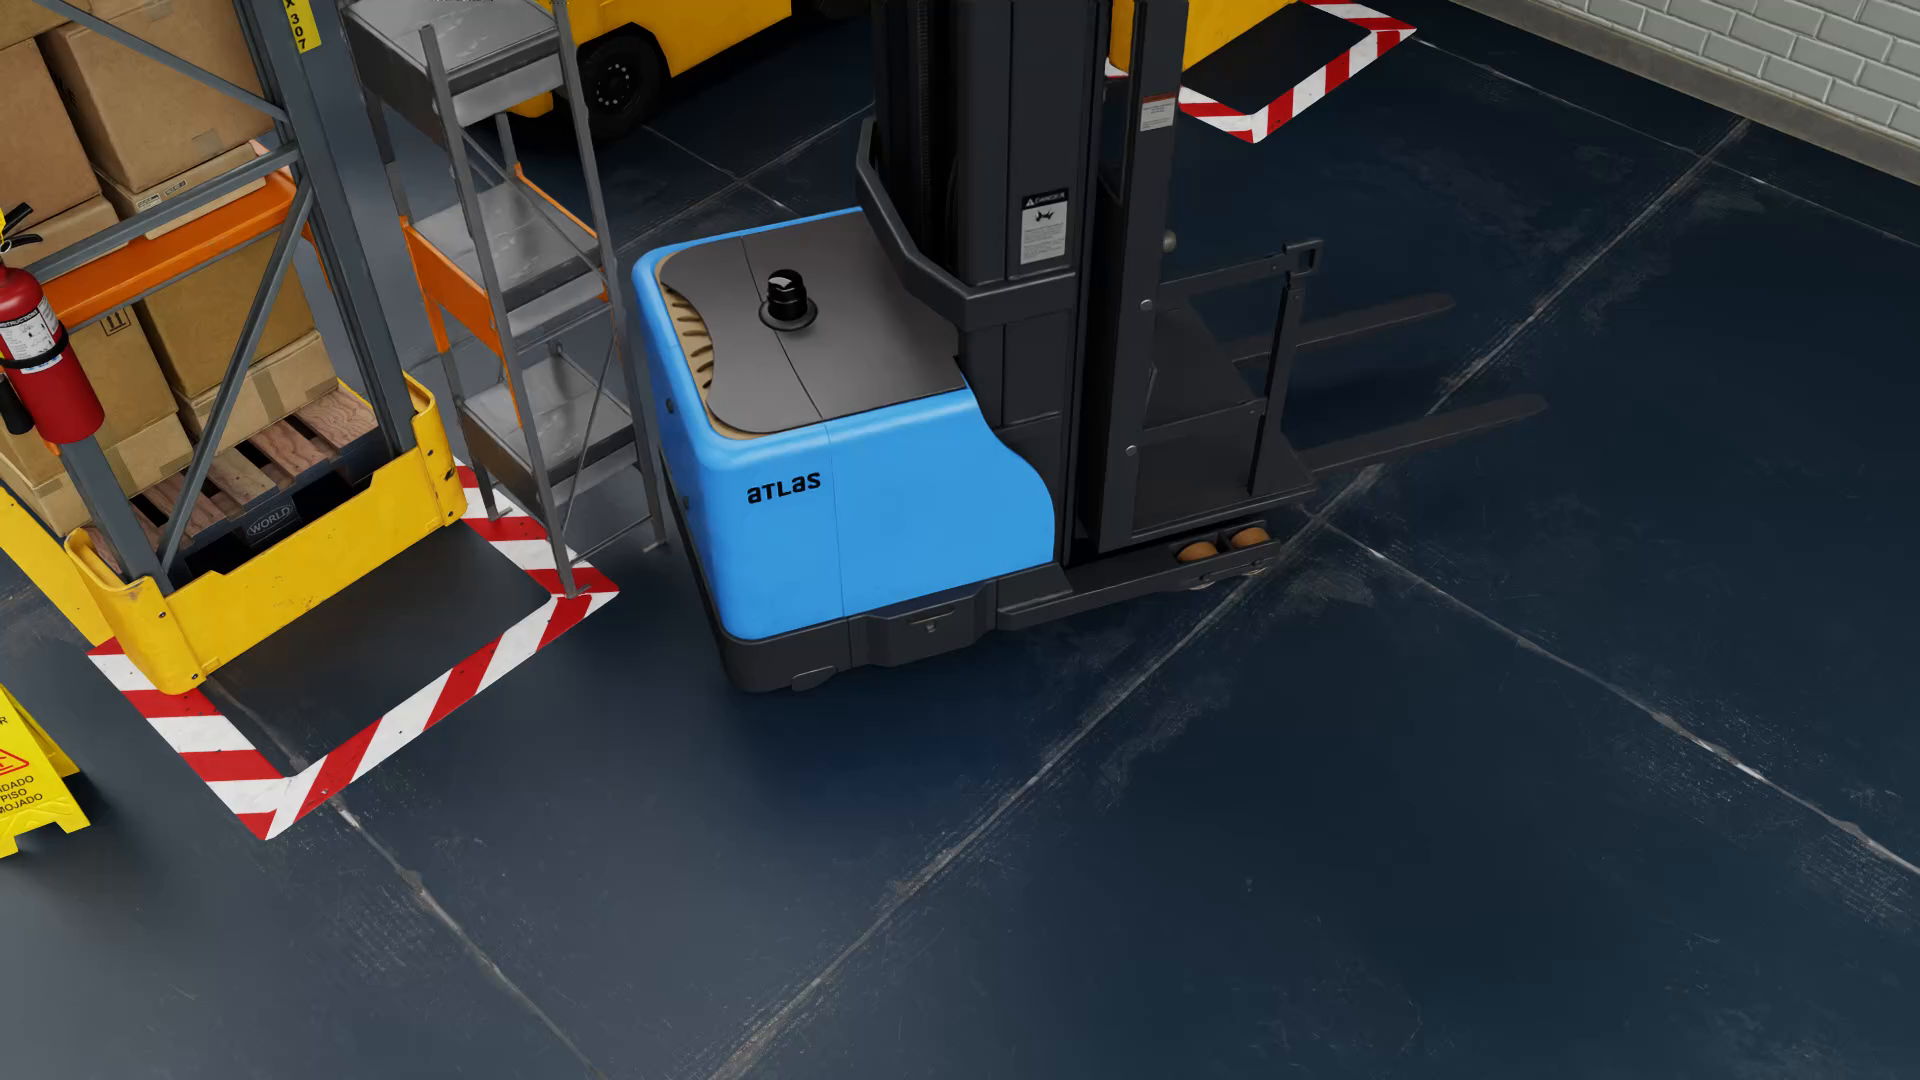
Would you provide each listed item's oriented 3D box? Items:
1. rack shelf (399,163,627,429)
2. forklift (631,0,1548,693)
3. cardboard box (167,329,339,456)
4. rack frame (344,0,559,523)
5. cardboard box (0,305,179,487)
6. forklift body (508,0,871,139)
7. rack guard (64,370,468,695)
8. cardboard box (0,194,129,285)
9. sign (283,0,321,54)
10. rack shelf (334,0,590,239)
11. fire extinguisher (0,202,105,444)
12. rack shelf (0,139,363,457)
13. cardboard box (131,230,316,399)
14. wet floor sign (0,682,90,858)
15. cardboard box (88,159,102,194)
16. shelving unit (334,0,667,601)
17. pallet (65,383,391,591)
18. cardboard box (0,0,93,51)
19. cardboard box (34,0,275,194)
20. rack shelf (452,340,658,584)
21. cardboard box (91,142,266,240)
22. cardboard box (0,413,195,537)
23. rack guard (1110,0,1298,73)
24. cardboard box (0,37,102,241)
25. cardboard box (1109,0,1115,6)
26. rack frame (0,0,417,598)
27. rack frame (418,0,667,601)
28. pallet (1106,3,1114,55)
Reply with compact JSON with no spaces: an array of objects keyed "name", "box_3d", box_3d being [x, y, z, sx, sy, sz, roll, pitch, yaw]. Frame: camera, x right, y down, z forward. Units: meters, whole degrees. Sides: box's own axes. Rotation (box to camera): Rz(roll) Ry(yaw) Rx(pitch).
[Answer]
[{"name":"rack shelf","box_3d":[-1.329,-0.740,5.023,0.431,0.518,0.480,-34,55,-28]},{"name":"forklift","box_3d":[0.549,-1.186,4.853,3.031,2.935,1.130,-15,49,-13]},{"name":"cardboard box","box_3d":[-2.579,-0.624,5.876,0.500,0.250,0.500,33,55,27]},{"name":"rack frame","box_3d":[-1.494,-0.881,5.137,0.400,2.100,0.015,-34,55,-28]},{"name":"cardboard box","box_3d":[-2.940,-0.590,5.330,0.500,0.500,0.500,34,56,28]},{"name":"forklift body","box_3d":[-1.441,-3.205,7.284,1.214,2.155,2.313,34,55,28]},{"name":"rack guard","box_3d":[-2.230,-0.056,5.460,0.348,0.500,1.175,34,55,28]},{"name":"cardboard box","box_3d":[-2.594,-0.859,4.671,0.250,0.149,0.380,36,56,29]},{"name":"sign","box_3d":[-1.806,-1.461,4.471,0.005,0.325,0.100,34,55,28]},{"name":"rack shelf","box_3d":[-1.329,-1.219,4.513,0.431,0.518,0.480,-34,55,-28]},{"name":"fire extinguisher","box_3d":[-2.403,-0.544,4.257,0.183,0.674,0.296,34,55,28]},{"name":"rack shelf","box_3d":[-3.644,-1.617,5.704,4.000,0.370,1.077,34,55,28]},{"name":"cardboard box","box_3d":[-2.597,-0.892,5.614,0.500,0.500,0.500,32,55,27]},{"name":"wet floor sign","box_3d":[-2.760,0.599,4.745,0.267,0.644,0.232,-21,50,-18]},{"name":"cardboard box","box_3d":[-2.479,-1.184,4.977,0.250,0.149,0.380,35,56,28]},{"name":"shelving unit","box_3d":[-1.329,-0.750,5.013,0.431,2.100,0.503,-34,55,-28]},{"name":"pallet","box_3d":[-2.803,-0.378,5.960,1.213,0.211,1.003,34,55,28]},{"name":"cardboard box","box_3d":[-2.698,-1.488,4.131,0.500,0.500,0.700,33,55,27]},{"name":"cardboard box","box_3d":[-2.334,-1.393,4.728,0.500,0.500,0.500,33,55,27]},{"name":"rack shelf","box_3d":[-1.329,-0.261,5.534,0.431,0.518,0.480,-34,55,-28]},{"name":"cardboard box","box_3d":[-2.283,-1.067,4.867,0.250,0.149,0.380,34,55,28]},{"name":"cardboard box","box_3d":[-2.968,-0.344,5.614,0.500,0.250,0.500,34,55,28]},{"name":"rack guard","box_3d":[1.207,-2.668,7.912,0.348,0.500,1.175,34,55,28]},{"name":"cardboard box","box_3d":[-2.760,-1.131,4.482,0.500,0.500,0.500,33,55,27]},{"name":"cardboard box","box_3d":[0.630,-2.801,7.920,0.500,0.250,0.500,34,56,28]},{"name":"rack frame","box_3d":[-2.174,-0.874,4.513,0.127,3.000,1.000,34,55,28]},{"name":"rack frame","box_3d":[-1.164,-0.619,4.890,0.400,2.100,0.015,-34,55,-28]},{"name":"pallet","box_3d":[0.599,-2.936,8.362,1.213,0.211,1.003,34,55,28]}]
